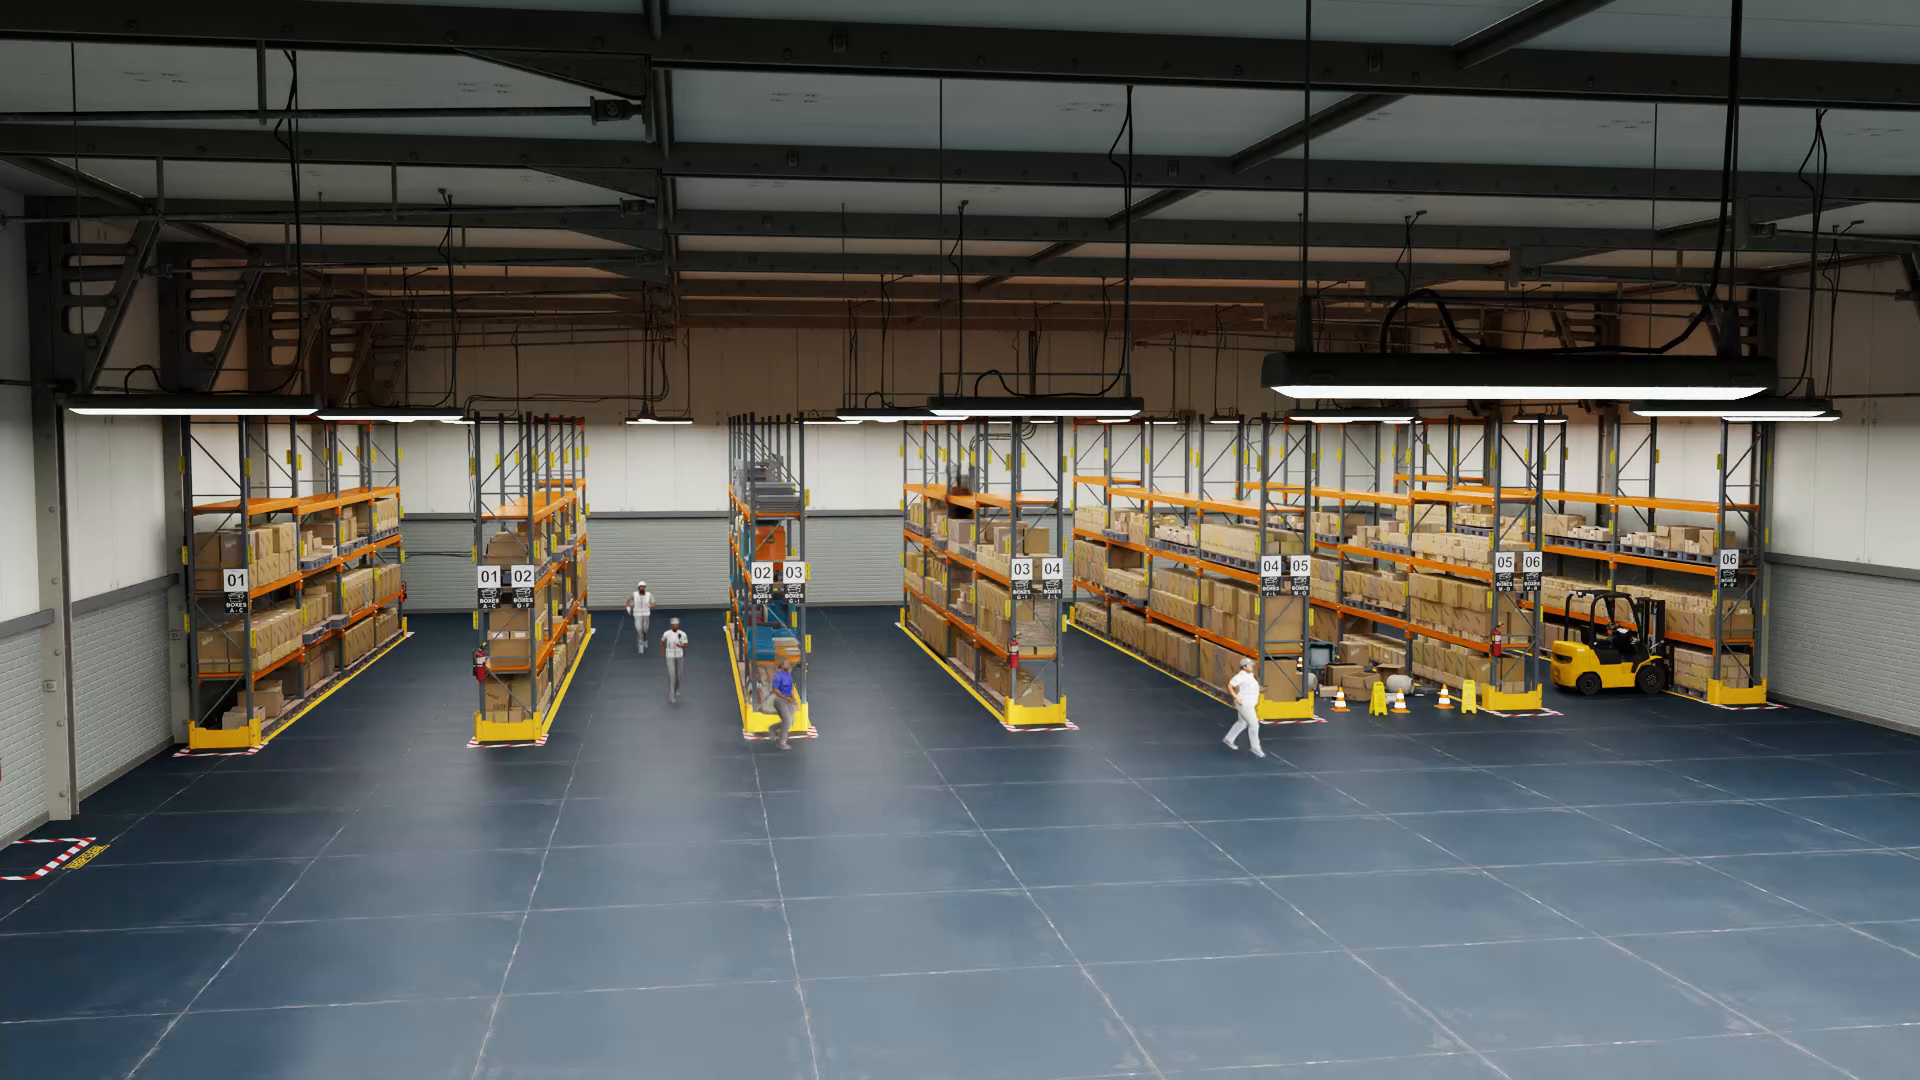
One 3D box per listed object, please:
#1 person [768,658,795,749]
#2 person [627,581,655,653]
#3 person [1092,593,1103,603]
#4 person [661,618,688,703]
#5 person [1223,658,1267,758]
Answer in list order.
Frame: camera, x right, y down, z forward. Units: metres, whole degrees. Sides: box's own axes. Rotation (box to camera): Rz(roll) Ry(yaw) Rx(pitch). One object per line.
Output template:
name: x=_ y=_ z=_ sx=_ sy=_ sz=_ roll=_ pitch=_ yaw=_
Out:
person: x=-3.196 y=2.953 z=29.760 sx=0.609 sy=1.524 sz=0.584 roll=2 pitch=4 yaw=23
person: x=-8.097 y=1.938 z=42.321 sx=0.700 sy=1.760 sz=1.017 roll=-1 pitch=4 yaw=-17
person: x=4.203 y=1.510 z=49.581 sx=0.763 sy=1.689 sz=0.599 roll=1 pitch=4 yaw=18
person: x=-5.990 y=2.492 z=34.929 sx=0.557 sy=1.738 sz=0.835 roll=-1 pitch=4 yaw=-14
person: x=4.979 y=2.910 z=29.037 sx=0.844 sy=1.710 sz=0.590 roll=2 pitch=4 yaw=26
